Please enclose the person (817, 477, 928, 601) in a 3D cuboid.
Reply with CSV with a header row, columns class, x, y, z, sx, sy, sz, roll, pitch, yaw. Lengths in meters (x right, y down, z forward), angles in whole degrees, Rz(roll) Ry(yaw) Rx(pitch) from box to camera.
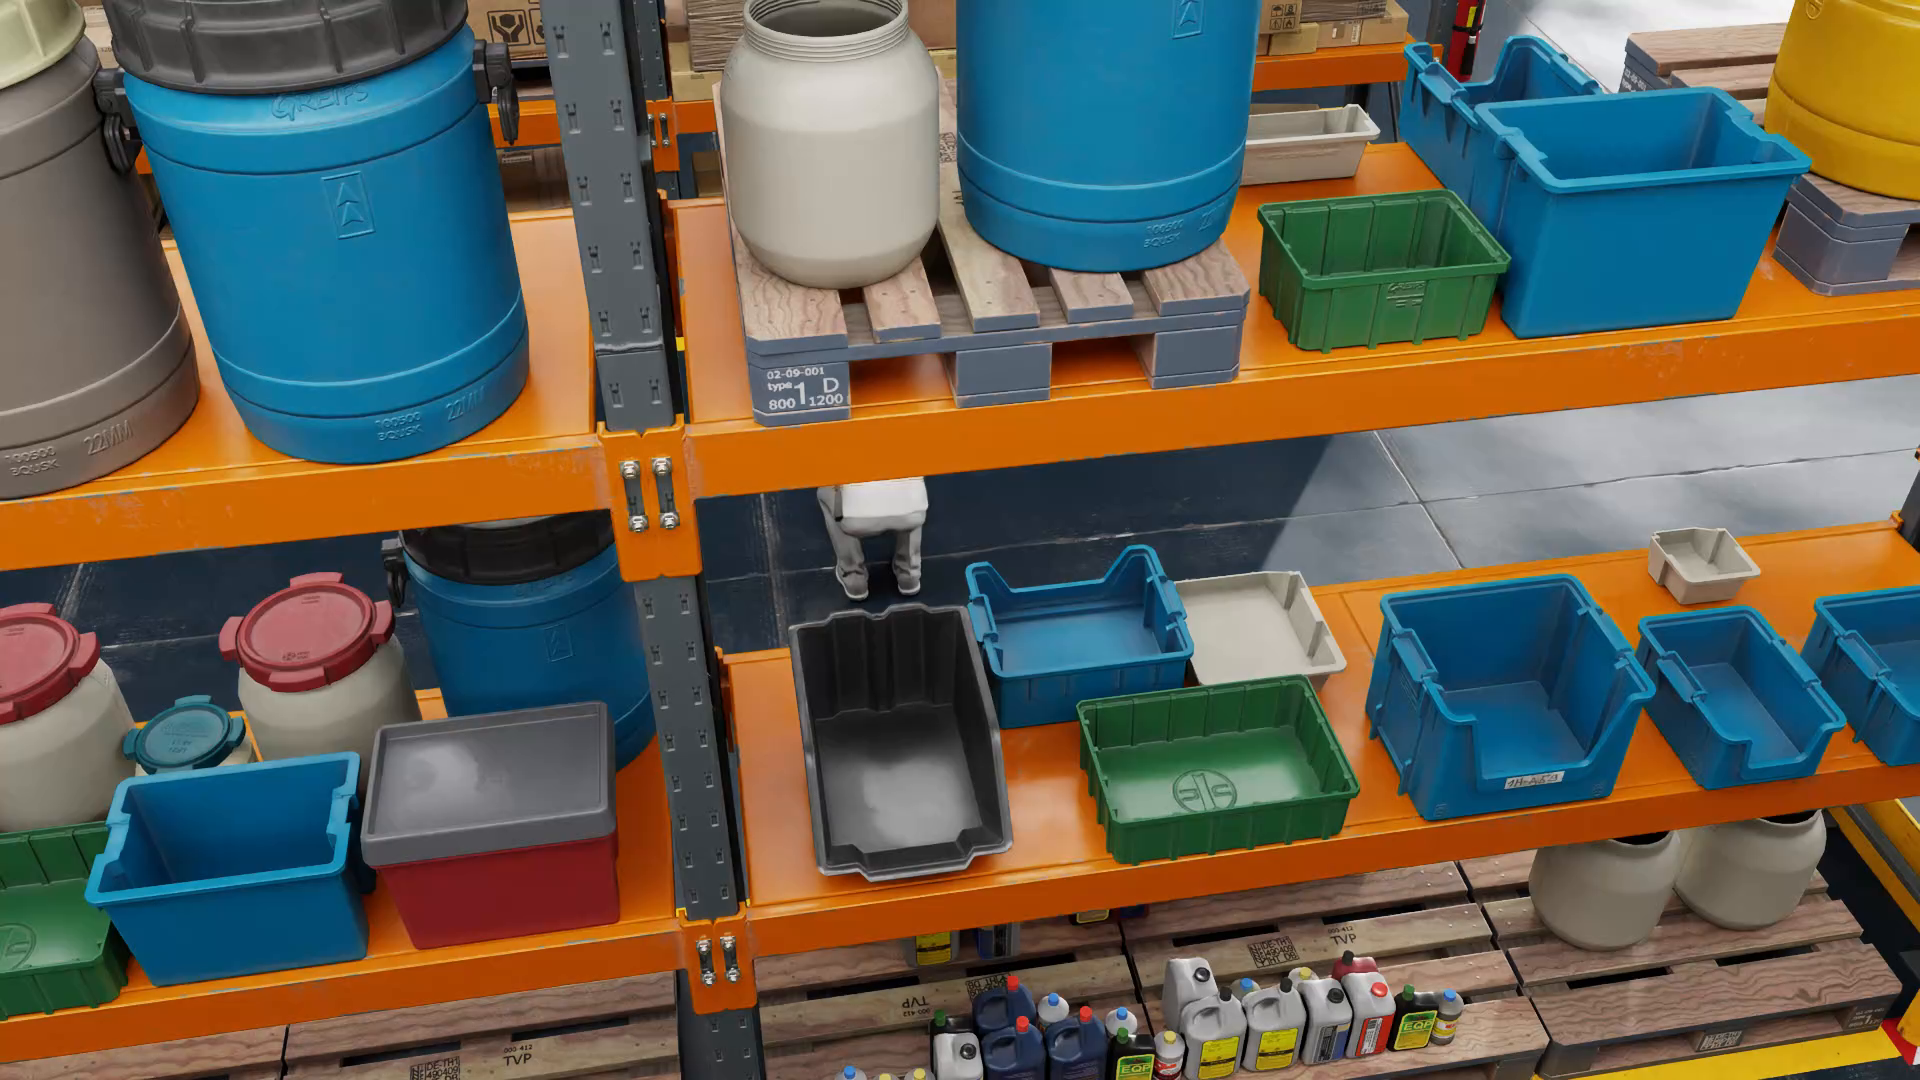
class,x,y,z,sx,sy,sz,roll,pitch,yaw
person,-0.404,-0.289,7.018,0.499,1.036,0.820,-6,39,-8
